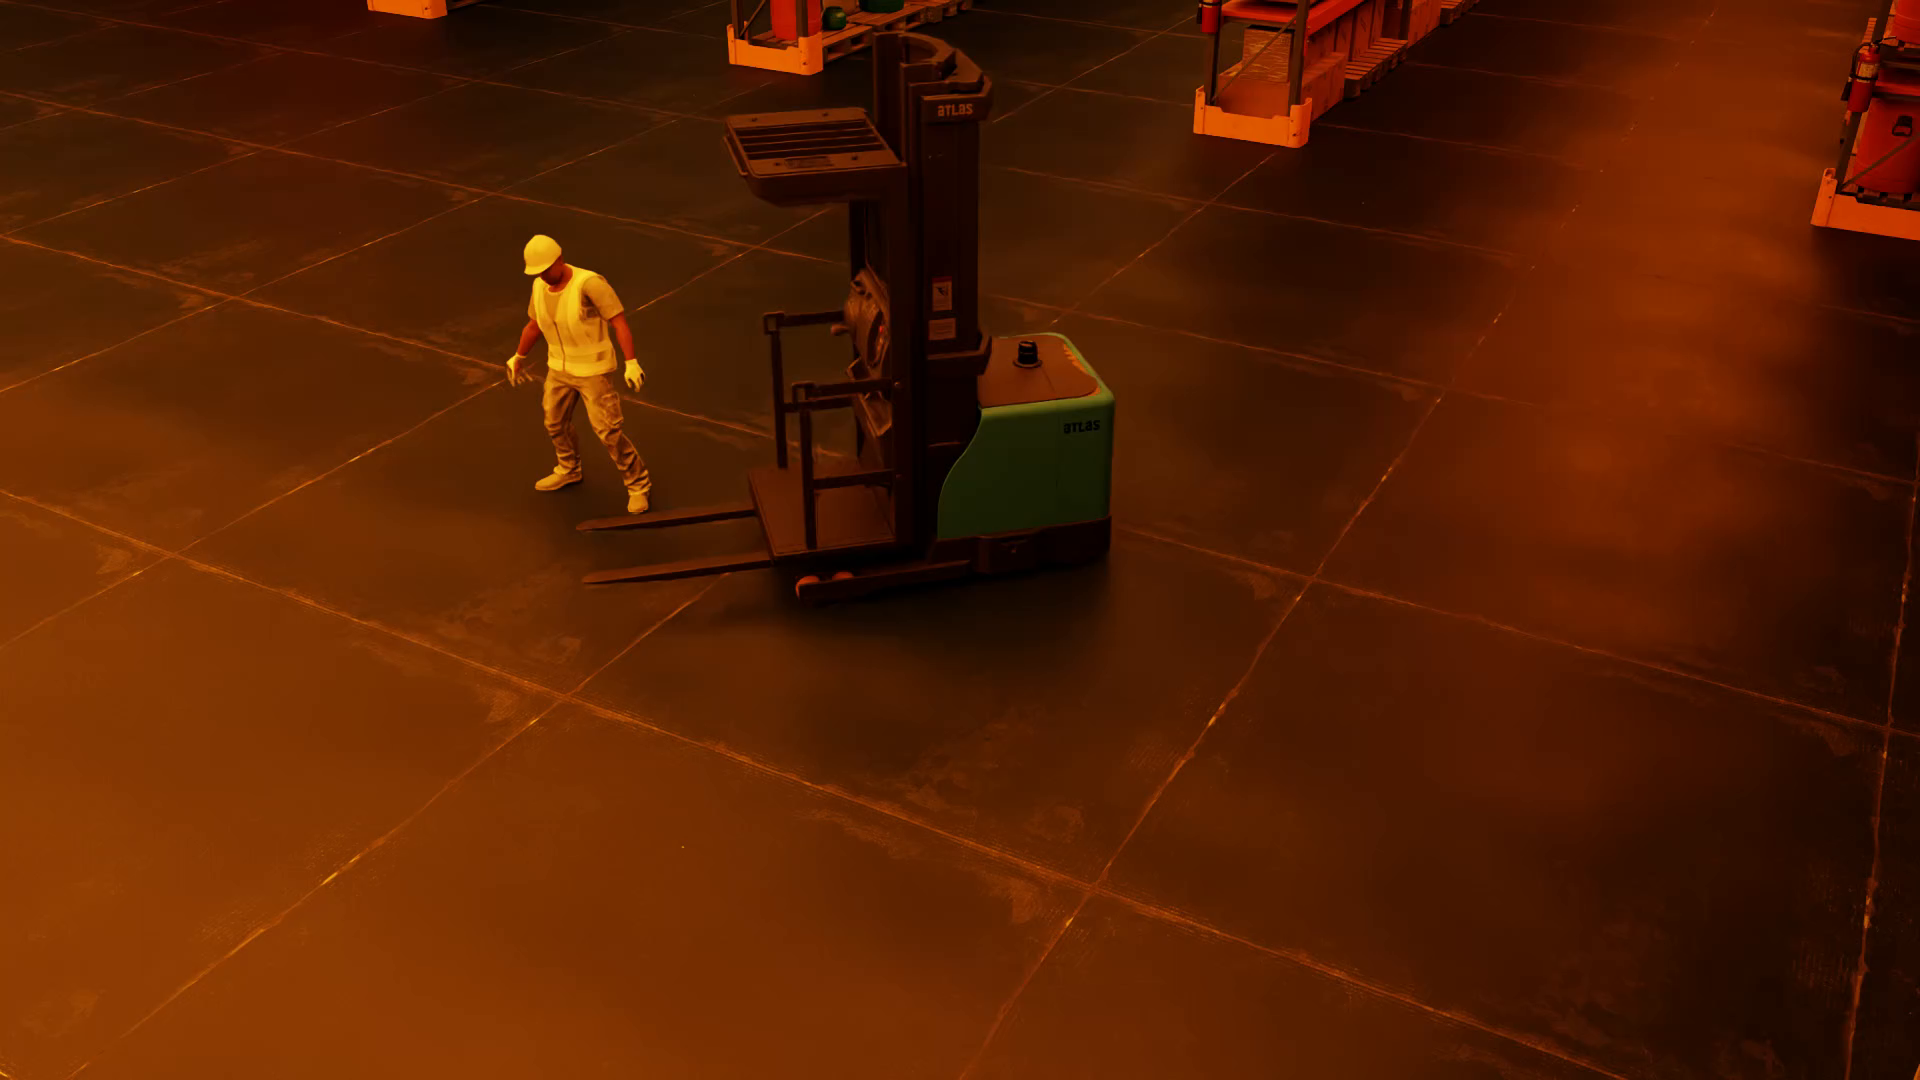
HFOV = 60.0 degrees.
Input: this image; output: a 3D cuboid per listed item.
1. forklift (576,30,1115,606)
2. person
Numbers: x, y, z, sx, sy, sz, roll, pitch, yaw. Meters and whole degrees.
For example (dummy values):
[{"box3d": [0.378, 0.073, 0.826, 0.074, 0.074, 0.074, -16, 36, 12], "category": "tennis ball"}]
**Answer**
[{"box3d": [-0.691, -1.192, 9.135, 3.031, 2.935, 1.130, -7, 31, -12], "category": "forklift"}, {"box3d": [-2.339, -1.023, 10.051, 0.937, 1.733, 0.433, 15, 33, 24], "category": "person"}]
